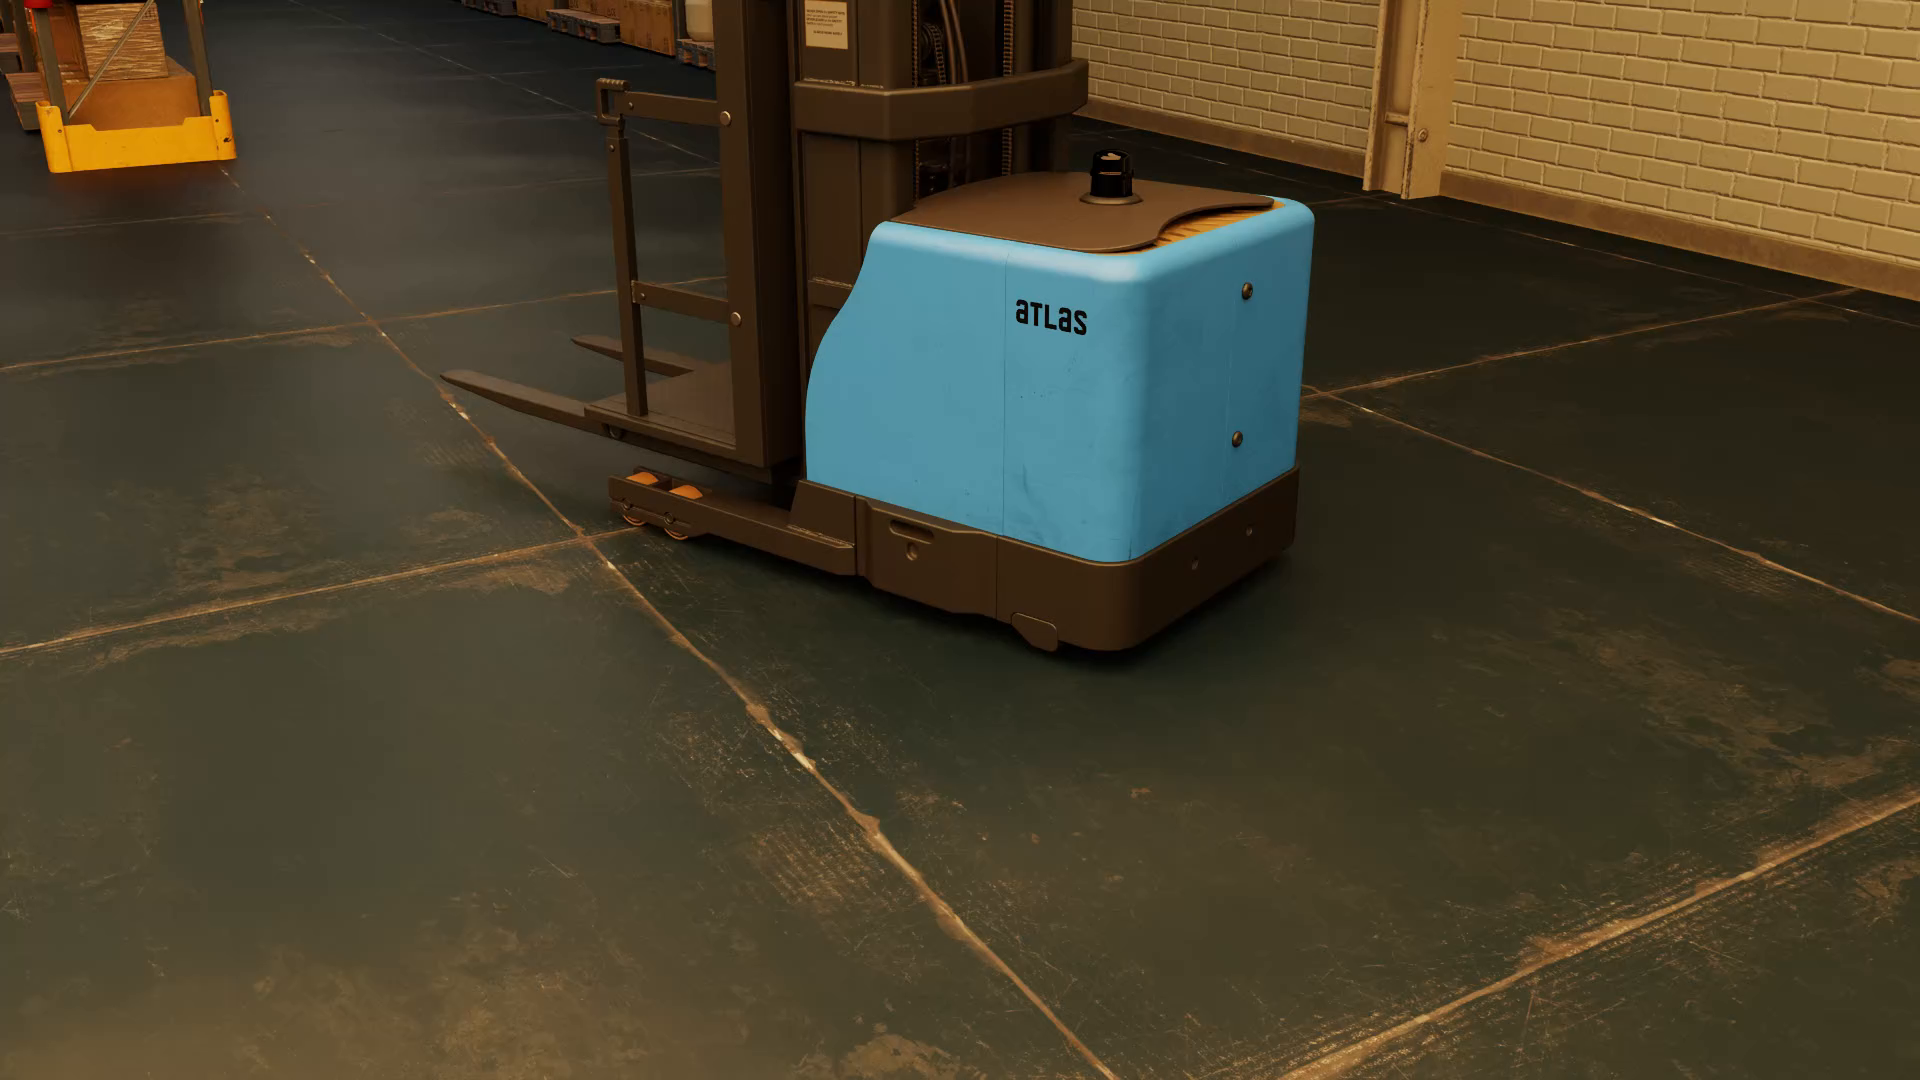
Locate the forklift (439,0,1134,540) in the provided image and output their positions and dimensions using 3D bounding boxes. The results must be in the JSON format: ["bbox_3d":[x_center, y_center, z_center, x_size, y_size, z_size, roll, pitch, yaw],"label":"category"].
[{"bbox_3d":[-0.479,-1.499,4.926,3.031,2.935,1.121,16,27,34],"label":"forklift"}]
